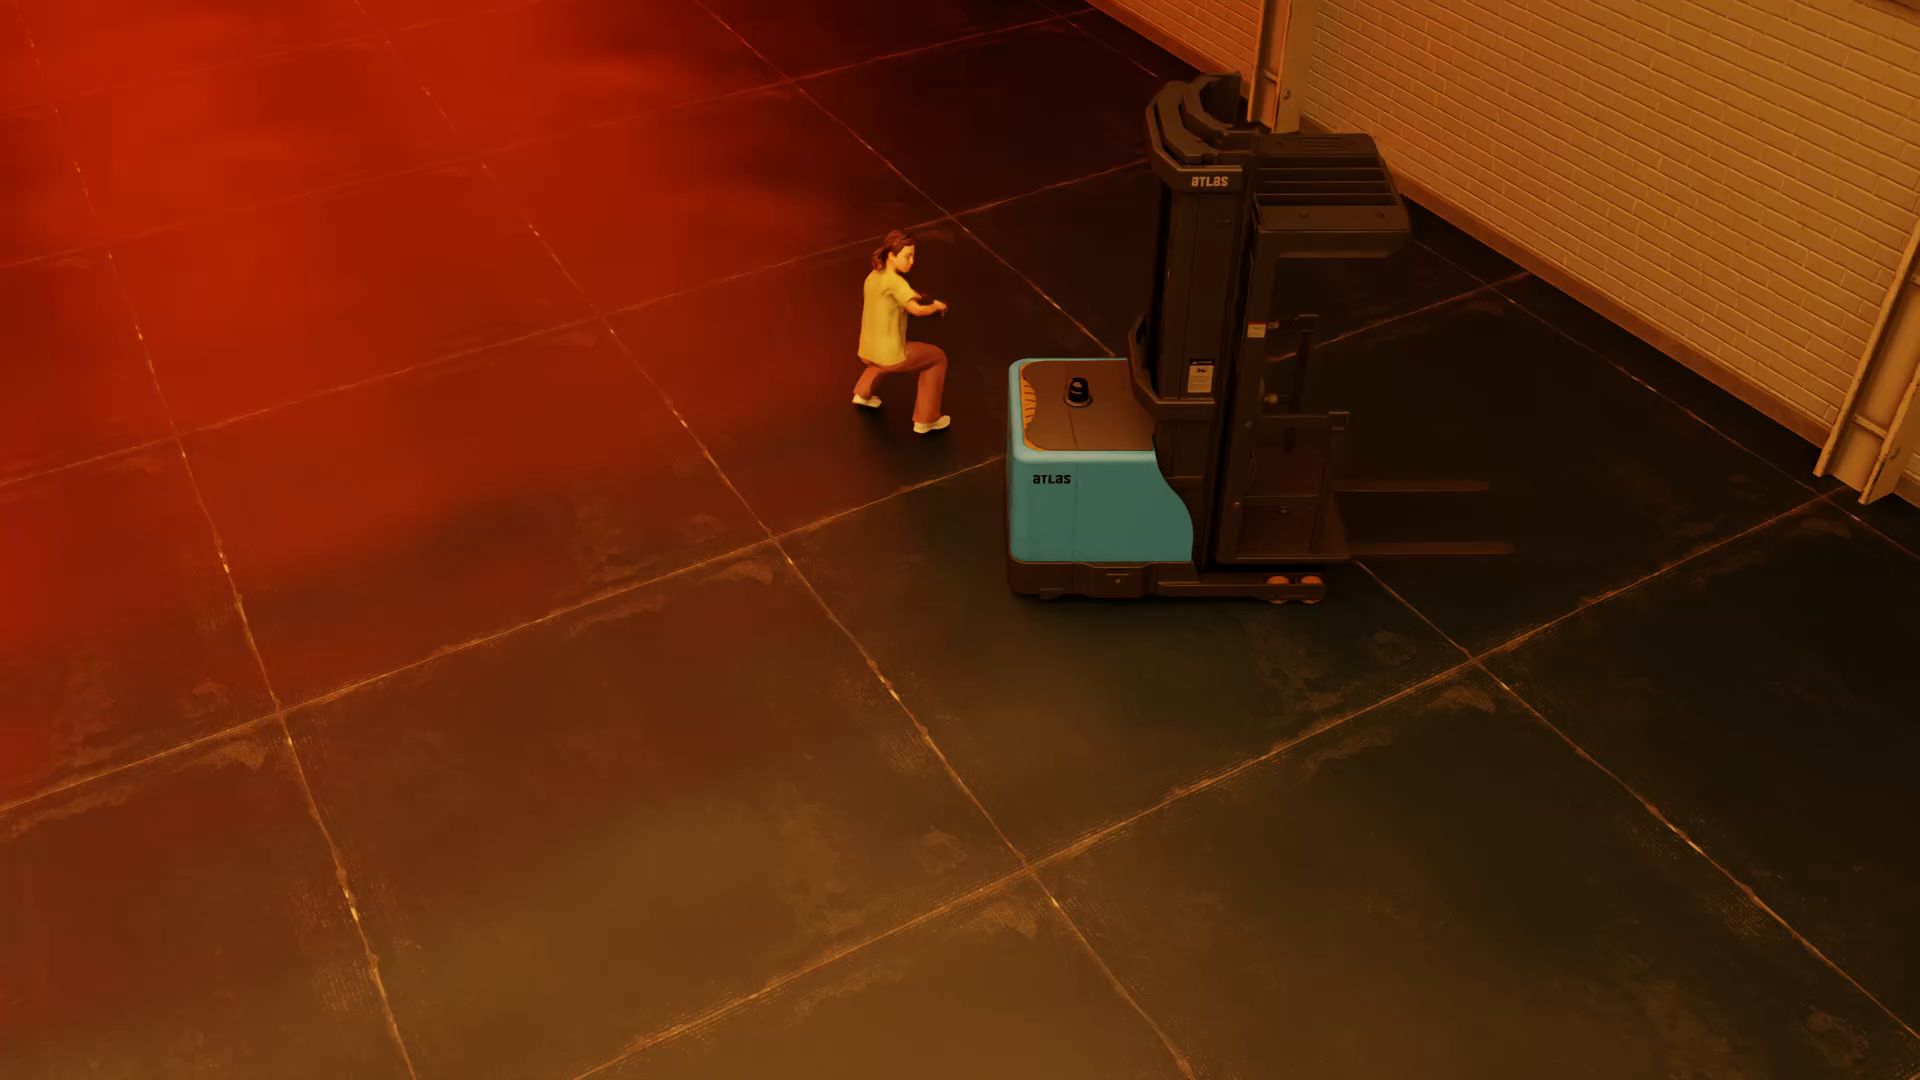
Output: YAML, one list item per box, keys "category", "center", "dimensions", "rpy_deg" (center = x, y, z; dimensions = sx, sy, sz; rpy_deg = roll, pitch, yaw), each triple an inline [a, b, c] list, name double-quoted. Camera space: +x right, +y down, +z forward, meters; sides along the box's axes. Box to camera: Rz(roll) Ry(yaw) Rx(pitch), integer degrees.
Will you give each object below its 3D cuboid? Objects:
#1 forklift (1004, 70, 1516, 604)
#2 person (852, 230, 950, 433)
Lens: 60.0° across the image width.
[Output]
- category: "forklift"
  center: [1.796, -1.093, 9.353]
  dimensions: [3.031, 2.935, 1.130]
  rpy_deg: [0, 40, 0]
- category: "person"
  center: [-0.338, -1.369, 10.909]
  dimensions: [0.796, 1.417, 0.722]
  rpy_deg: [-32, 49, -32]
